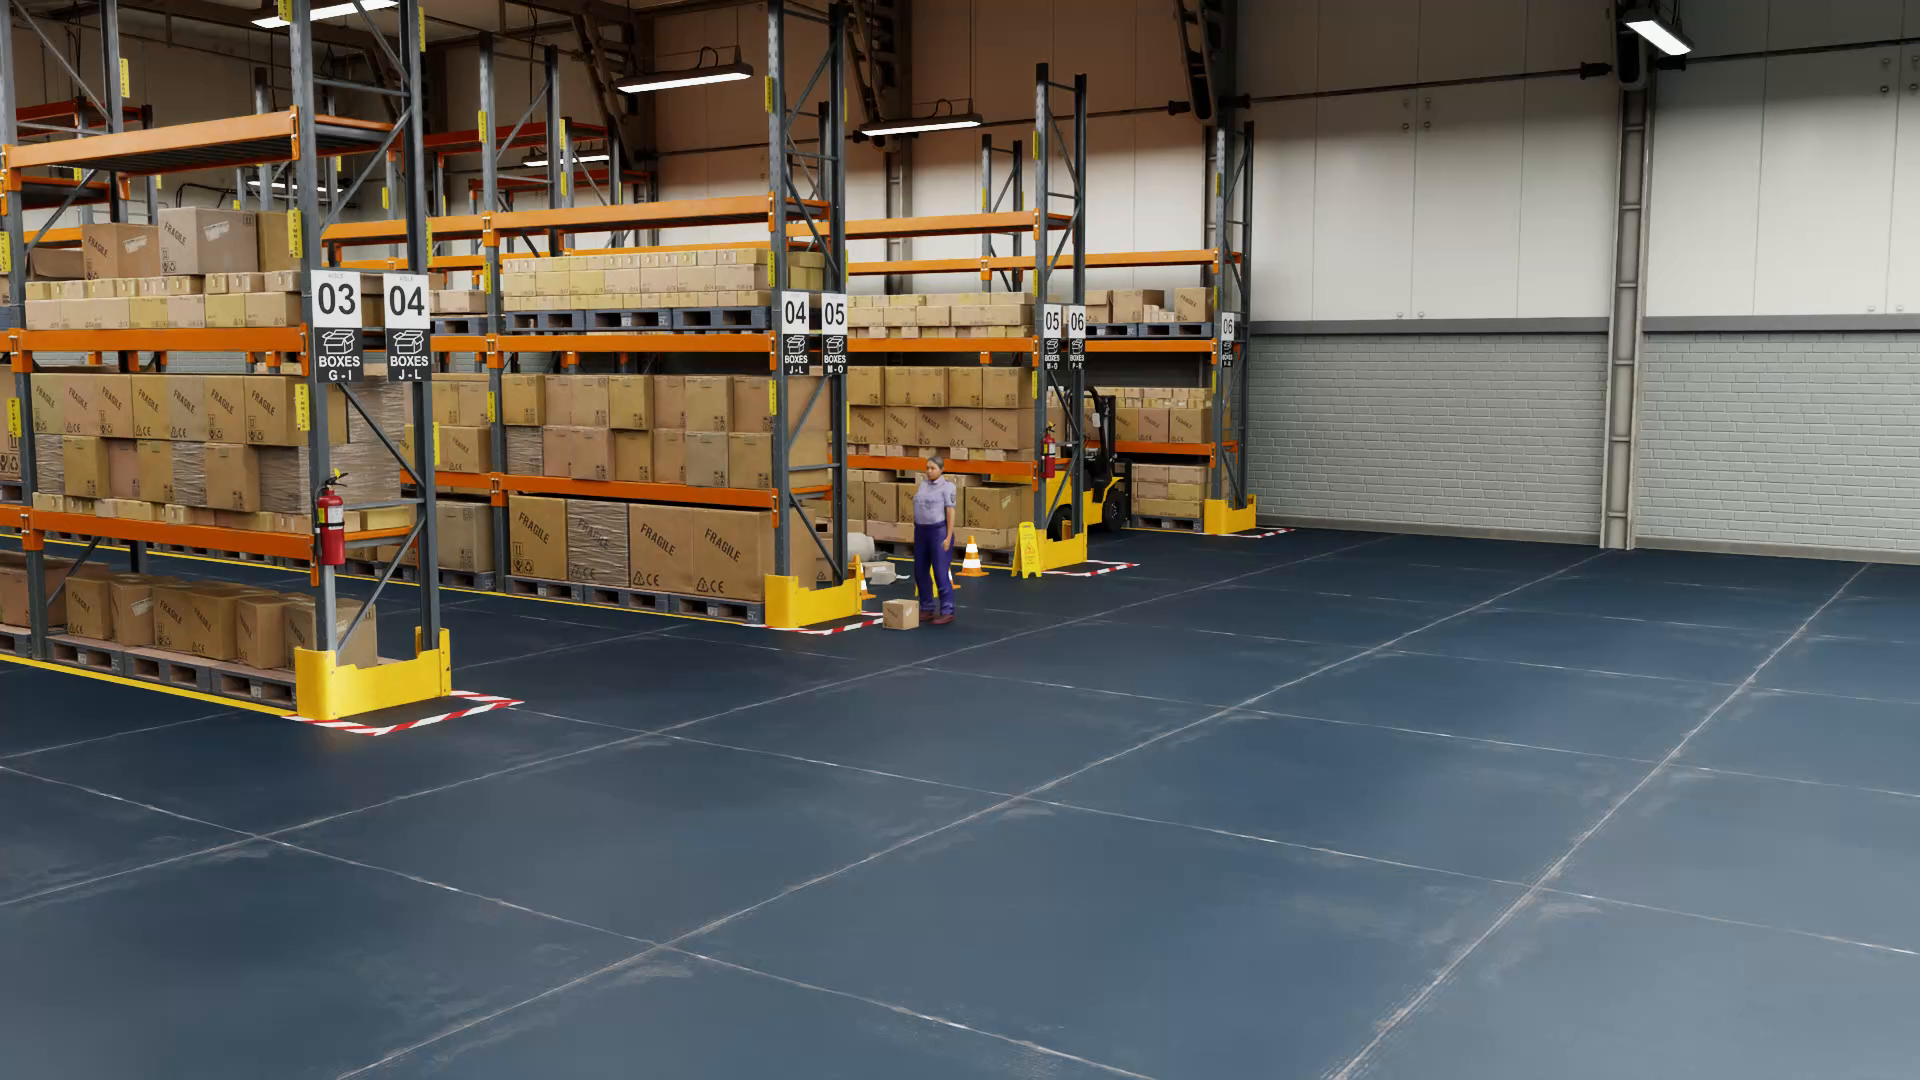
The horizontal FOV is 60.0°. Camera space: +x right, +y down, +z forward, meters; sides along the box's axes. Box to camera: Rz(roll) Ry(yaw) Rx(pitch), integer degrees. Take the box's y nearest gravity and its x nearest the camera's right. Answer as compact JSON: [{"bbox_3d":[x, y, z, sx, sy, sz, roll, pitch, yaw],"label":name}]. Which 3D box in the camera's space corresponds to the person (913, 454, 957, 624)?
[{"bbox_3d":[-0.250,-0.014,16.234,0.469,1.645,0.342,5,8,40],"label":"person"}]
